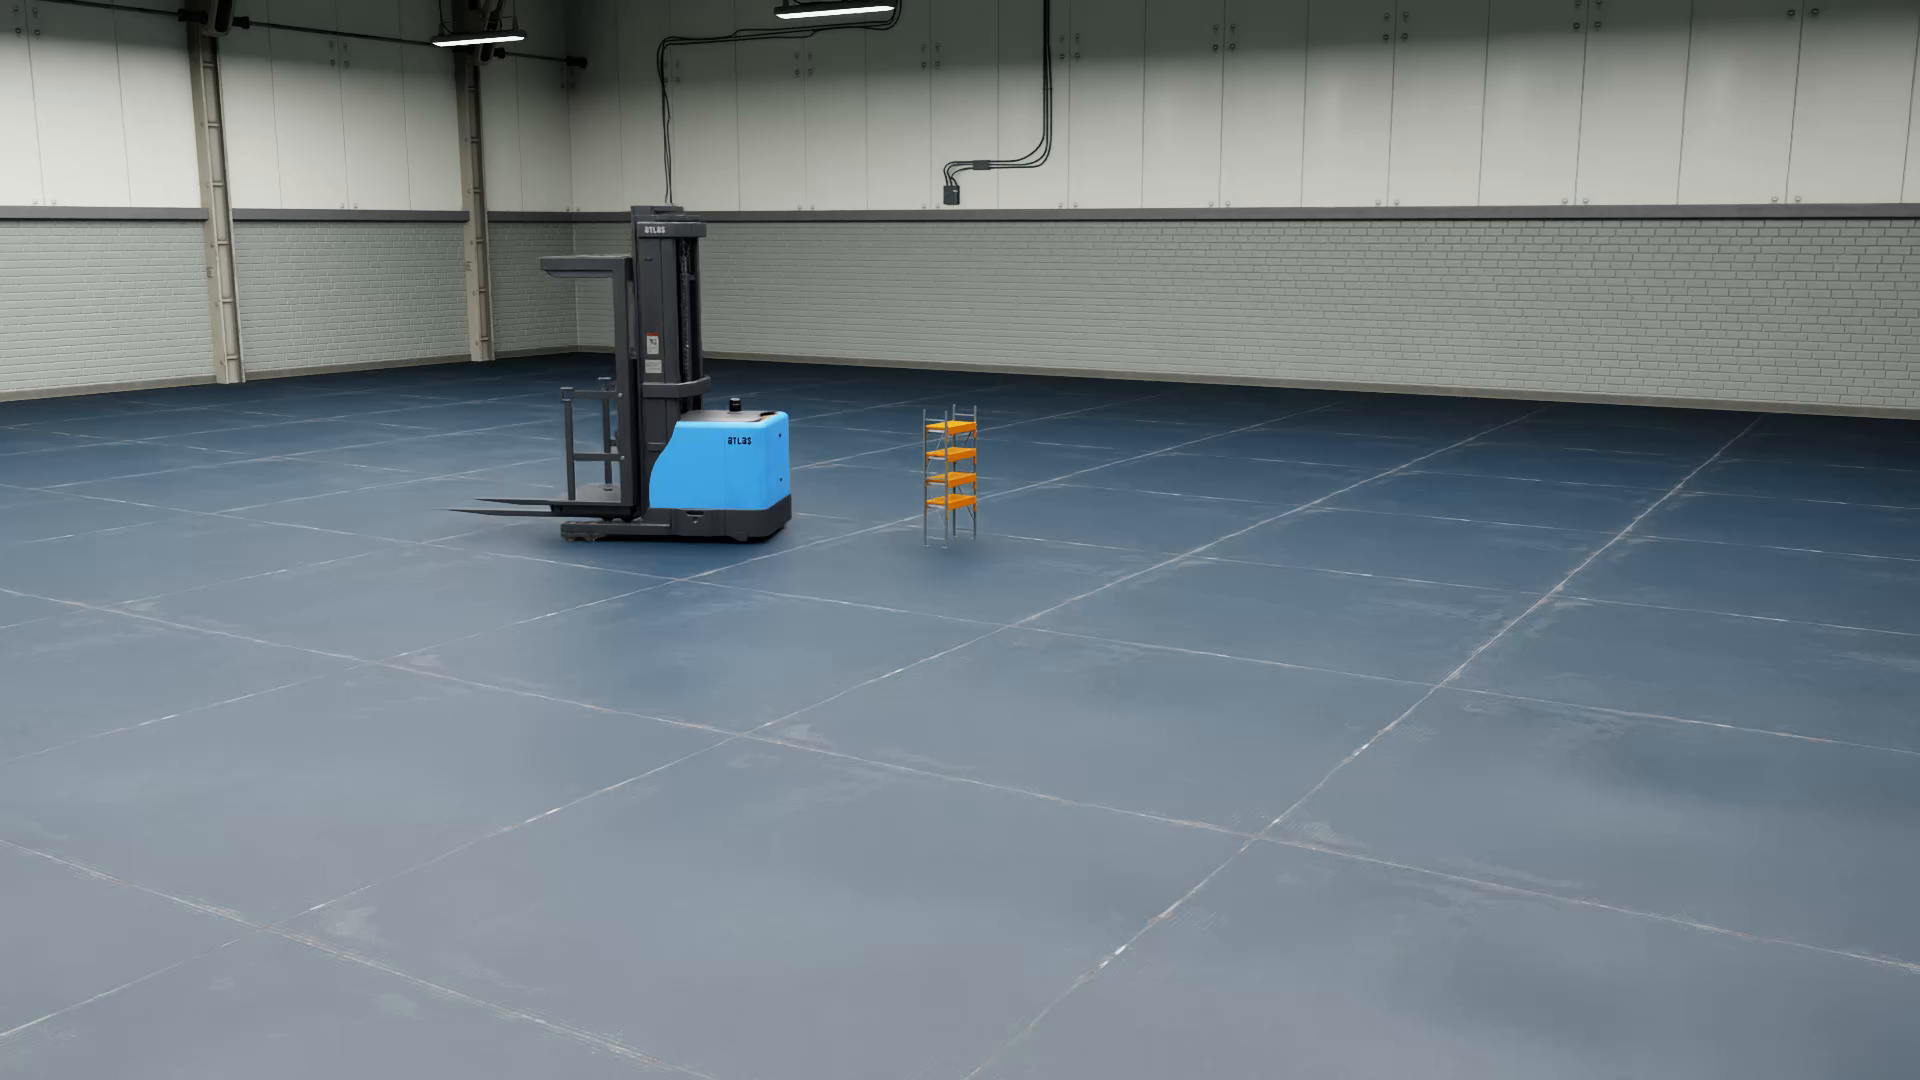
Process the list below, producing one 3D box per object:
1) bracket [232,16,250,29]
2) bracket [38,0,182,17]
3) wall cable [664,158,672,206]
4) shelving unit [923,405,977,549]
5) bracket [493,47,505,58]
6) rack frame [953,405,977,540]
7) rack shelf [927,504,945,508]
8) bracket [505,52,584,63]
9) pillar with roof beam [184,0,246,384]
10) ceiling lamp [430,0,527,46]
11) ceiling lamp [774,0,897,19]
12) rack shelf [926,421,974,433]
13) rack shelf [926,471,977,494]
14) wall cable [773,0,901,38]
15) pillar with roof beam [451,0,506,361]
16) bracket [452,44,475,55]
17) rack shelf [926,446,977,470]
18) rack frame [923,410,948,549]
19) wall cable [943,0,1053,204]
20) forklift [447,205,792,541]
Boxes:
[{"bbox_3d":[-12.679,-9.074,29.099,0.235,0.232,0.430,6,12,31],"label":"bracket"},{"bbox_3d":[-14.447,-8.538,26.237,0.076,0.066,4.783,6,12,31],"label":"bracket"},{"bbox_3d":[-7.423,-7.027,36.389,3.097,2.526,0.112,6,12,31],"label":"wall cable"},{"bbox_3d":[-0.086,-0.564,14.619,0.258,1.200,0.503,6,12,31],"label":"shelving unit"},{"bbox_3d":[-9.564,-10.017,34.140,0.235,0.232,0.430,6,12,31],"label":"bracket"},{"bbox_3d":[0.041,-0.602,14.824,0.240,1.200,0.015,6,12,31],"label":"rack frame"},{"bbox_3d":[-0.086,-0.331,14.663,0.199,0.029,0.442,6,12,31],"label":"rack shelf"},{"bbox_3d":[-8.640,-10.297,35.634,0.076,0.066,3.189,6,12,31],"label":"bracket"},{"bbox_3d":[-9.518,-6.862,27.066,9.100,9.000,0.400,6,12,31],"label":"pillar with roof beam"},{"bbox_3d":[-8.029,-10.024,28.096,2.000,3.185,0.800,6,12,31],"label":"ceiling lamp"},{"bbox_3d":[-1.713,-9.318,24.325,2.000,3.185,0.800,6,12,31],"label":"ceiling lamp"},{"bbox_3d":[-0.086,-0.988,14.540,0.221,0.050,0.457,6,12,31],"label":"rack shelf"},{"bbox_3d":[-0.086,-0.498,14.632,0.258,0.148,0.480,6,12,31],"label":"rack shelf"},{"bbox_3d":[-2.466,-11.191,32.546,3.097,2.526,0.112,6,12,31],"label":"wall cable"},{"bbox_3d":[-6.403,-7.805,32.106,9.100,9.000,0.548,6,12,31],"label":"pillar with roof beam"},{"bbox_3d":[-9.995,-9.887,33.442,0.235,0.232,0.430,6,12,31],"label":"bracket"},{"bbox_3d":[-0.086,-0.717,14.590,0.258,0.148,0.480,6,12,31],"label":"rack shelf"},{"bbox_3d":[-0.213,-0.525,14.414,0.240,1.200,0.015,6,12,31],"label":"rack frame"},{"bbox_3d":[0.683,-9.316,30.932,2.305,6.003,0.169,6,12,31],"label":"wall cable"},{"bbox_3d":[-3.130,-1.525,15.051,3.031,2.935,1.130,1,11,7],"label":"forklift"}]
